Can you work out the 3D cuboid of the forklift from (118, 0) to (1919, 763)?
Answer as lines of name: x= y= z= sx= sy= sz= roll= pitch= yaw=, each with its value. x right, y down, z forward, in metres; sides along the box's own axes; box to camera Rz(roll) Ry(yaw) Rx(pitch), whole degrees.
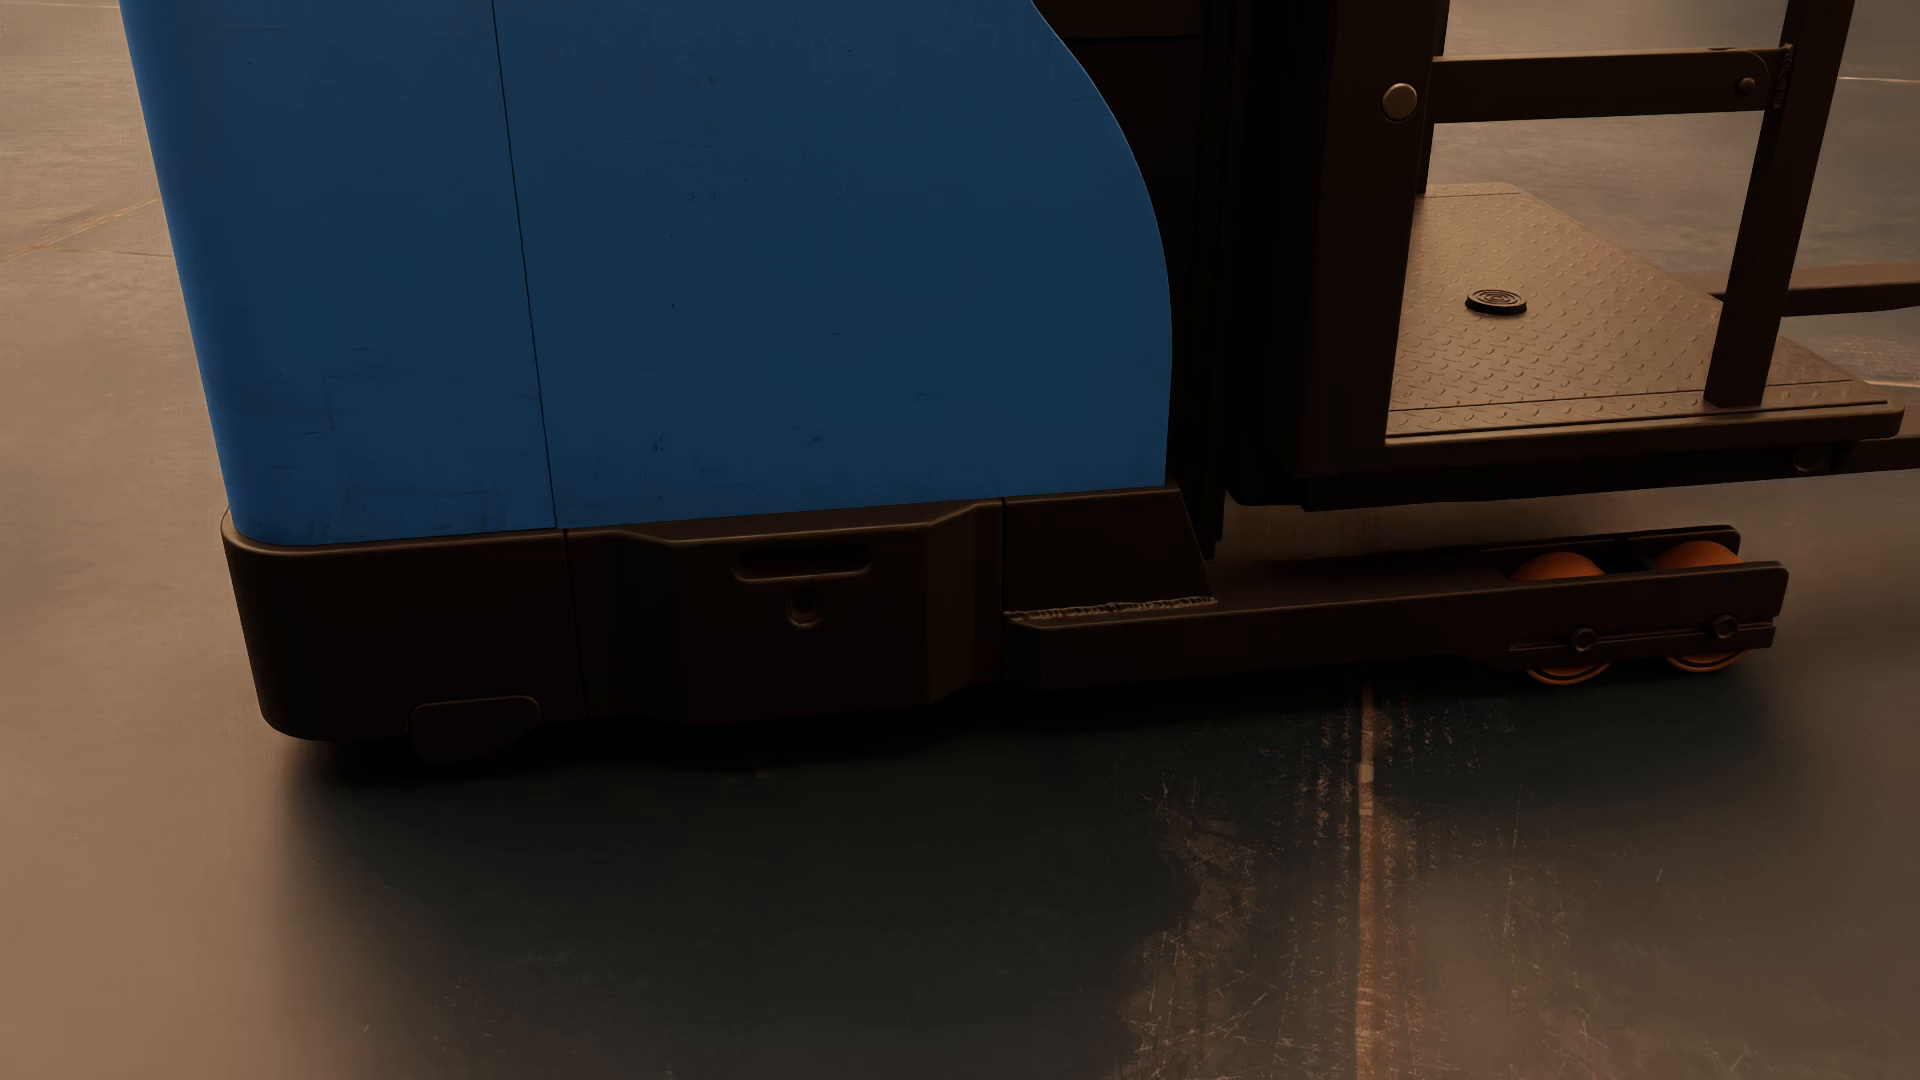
forklift: x=0.600 y=-1.354 z=1.930 sx=3.031 sy=2.935 sz=1.130 roll=-4 pitch=27 yaw=-9
